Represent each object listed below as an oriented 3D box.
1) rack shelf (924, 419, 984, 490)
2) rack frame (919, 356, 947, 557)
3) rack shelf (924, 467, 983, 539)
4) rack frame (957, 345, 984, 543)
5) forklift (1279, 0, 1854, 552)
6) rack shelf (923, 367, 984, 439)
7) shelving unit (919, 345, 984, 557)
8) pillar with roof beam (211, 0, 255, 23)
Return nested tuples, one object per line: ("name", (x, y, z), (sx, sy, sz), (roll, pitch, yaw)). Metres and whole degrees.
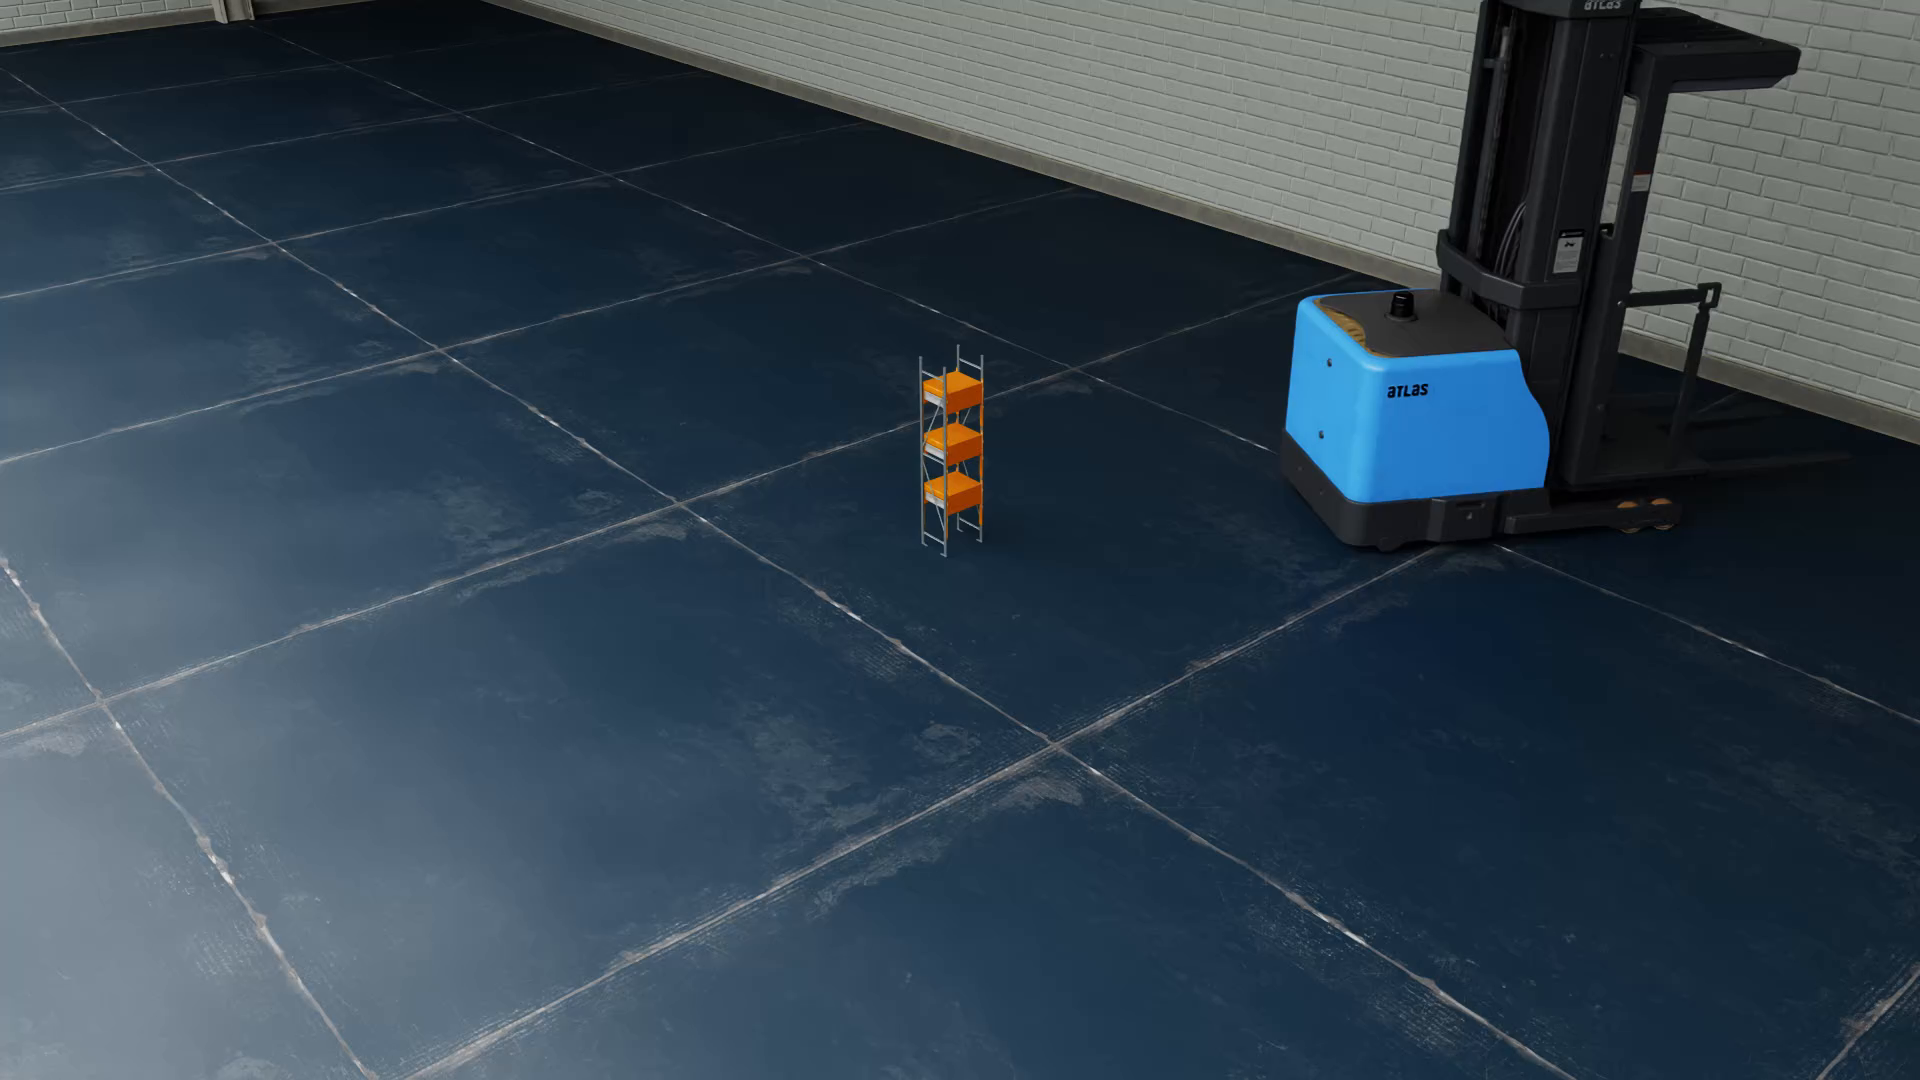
("rack shelf", (-0.041, -0.437, 8.477), (0.240, 0.259, 0.215), (-22, 35, -35))
("rack frame", (-0.134, -0.409, 8.402), (0.008, 1.050, 0.200), (-22, 35, -35))
("rack shelf", (-0.041, -0.192, 8.608), (0.240, 0.259, 0.215), (-22, 35, -35))
("rack frame", (0.052, -0.484, 8.542), (0.008, 1.050, 0.200), (-22, 35, -35))
("forklift", (3.363, -1.568, 8.575), (3.031, 2.935, 1.130), (-5, 29, -10))
("rack shelf", (-0.041, -0.688, 8.343), (0.240, 0.259, 0.215), (-22, 35, -35))
("shelving unit", (-0.041, -0.447, 8.472), (0.252, 1.050, 0.215), (-22, 35, -35))
("pillar with roof beam", (-6.410, -9.034, 16.106), (0.400, 9.000, 9.100), (-22, 35, -35))
